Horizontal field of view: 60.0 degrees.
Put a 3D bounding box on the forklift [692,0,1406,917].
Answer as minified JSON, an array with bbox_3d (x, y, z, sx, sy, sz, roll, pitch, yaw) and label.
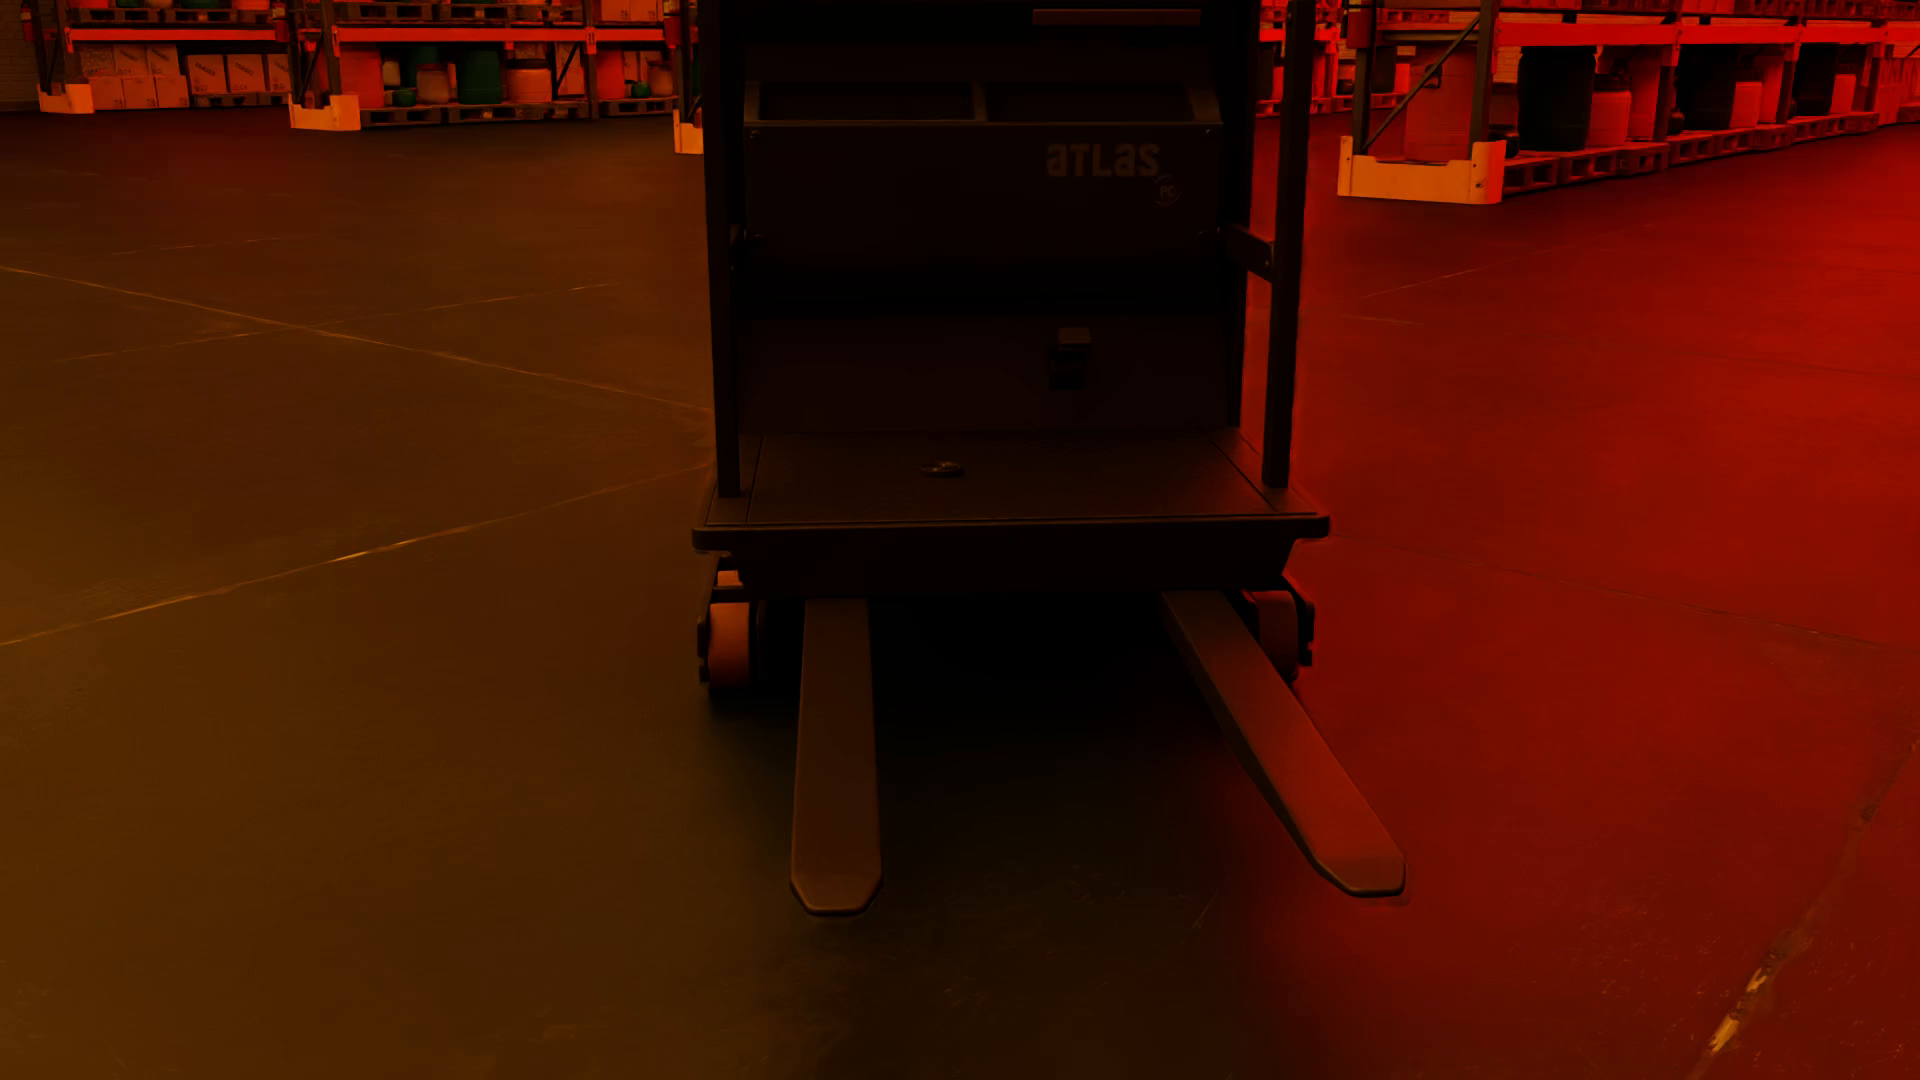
[{"bbox_3d":[0.062,-1.226,2.934,1.130,2.935,3.031,-1,17,-4],"label":"forklift"}]
